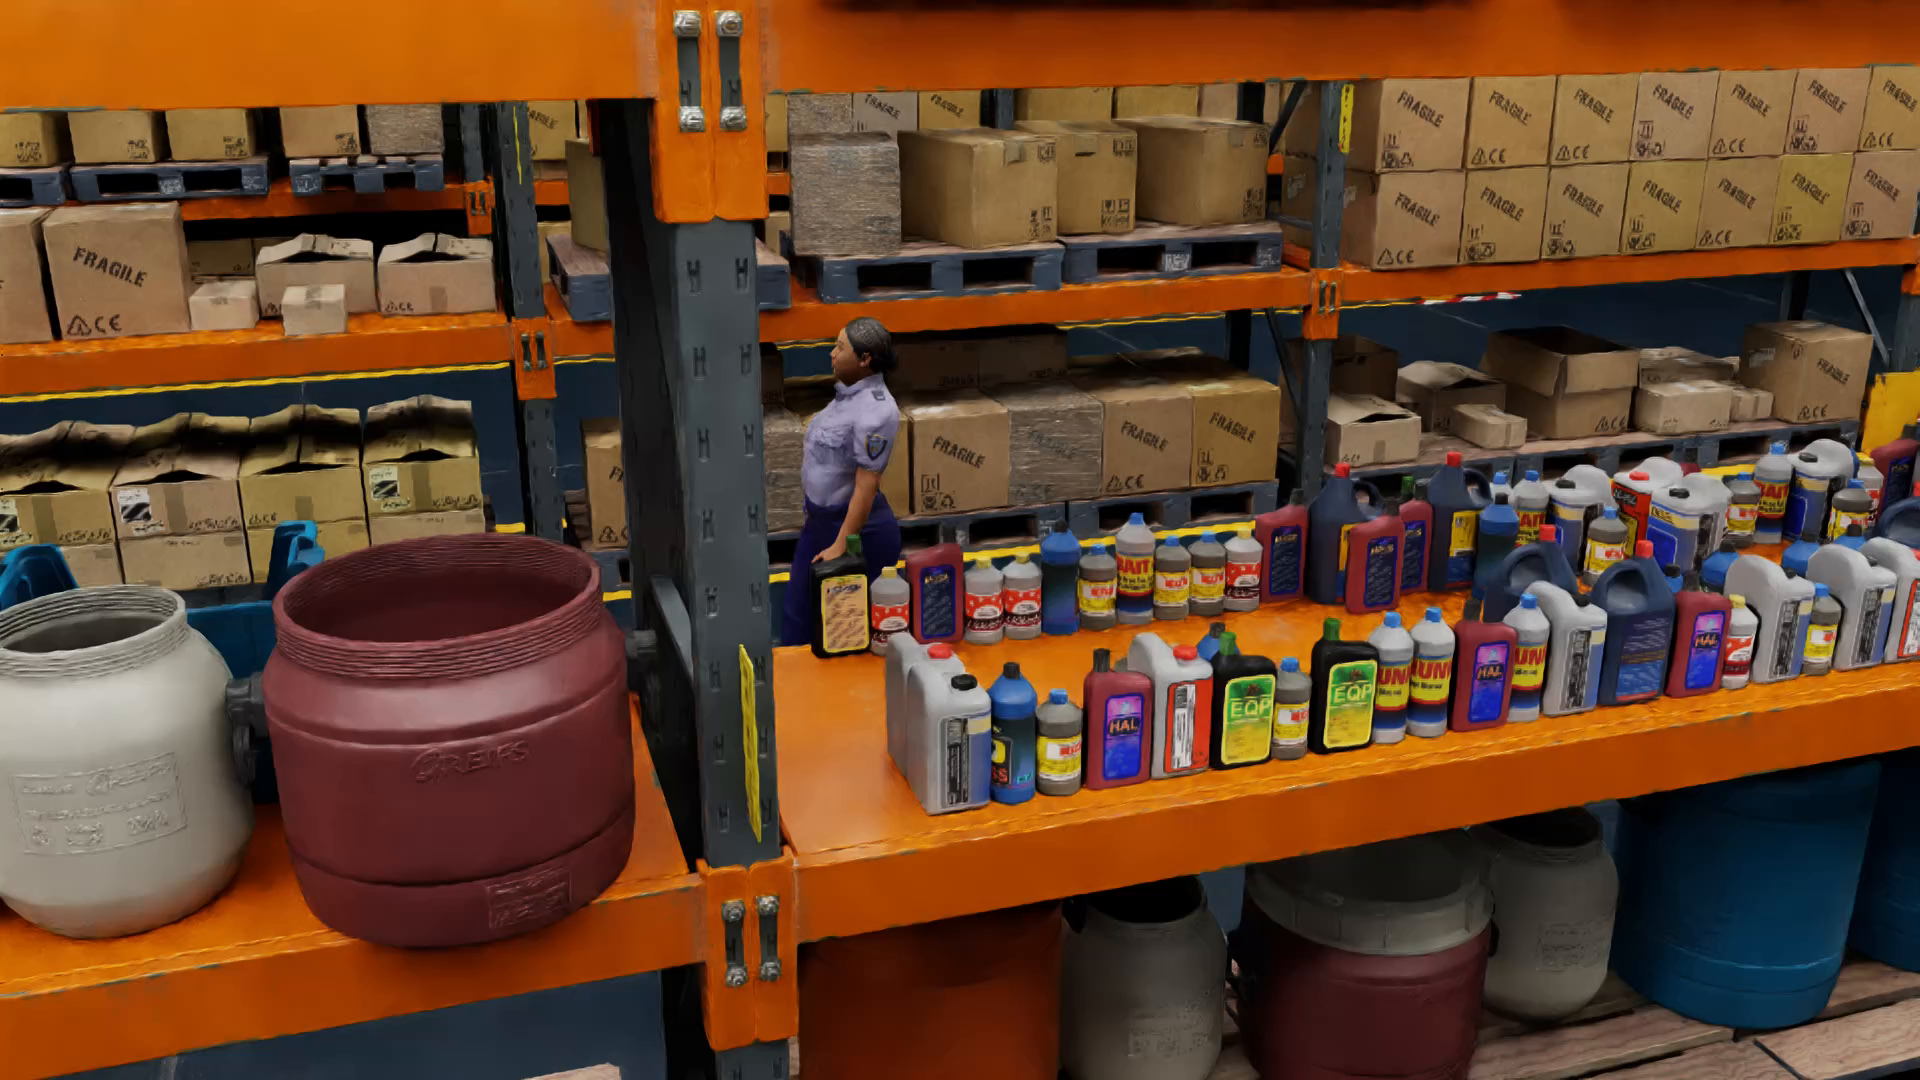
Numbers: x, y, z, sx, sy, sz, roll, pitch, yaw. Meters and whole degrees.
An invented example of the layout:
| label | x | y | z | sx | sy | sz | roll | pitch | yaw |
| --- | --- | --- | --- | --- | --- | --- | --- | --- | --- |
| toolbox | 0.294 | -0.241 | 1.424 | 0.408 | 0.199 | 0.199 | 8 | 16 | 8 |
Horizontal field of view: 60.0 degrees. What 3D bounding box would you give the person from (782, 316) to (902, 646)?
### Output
| label | x | y | z | sx | sy | sz | roll | pitch | yaw |
| --- | --- | --- | --- | --- | --- | --- | --- | --- | --- |
| person | -0.441 | -0.012 | 6.134 | 0.838 | 1.600 | 0.476 | -7 | 21 | -20 |
